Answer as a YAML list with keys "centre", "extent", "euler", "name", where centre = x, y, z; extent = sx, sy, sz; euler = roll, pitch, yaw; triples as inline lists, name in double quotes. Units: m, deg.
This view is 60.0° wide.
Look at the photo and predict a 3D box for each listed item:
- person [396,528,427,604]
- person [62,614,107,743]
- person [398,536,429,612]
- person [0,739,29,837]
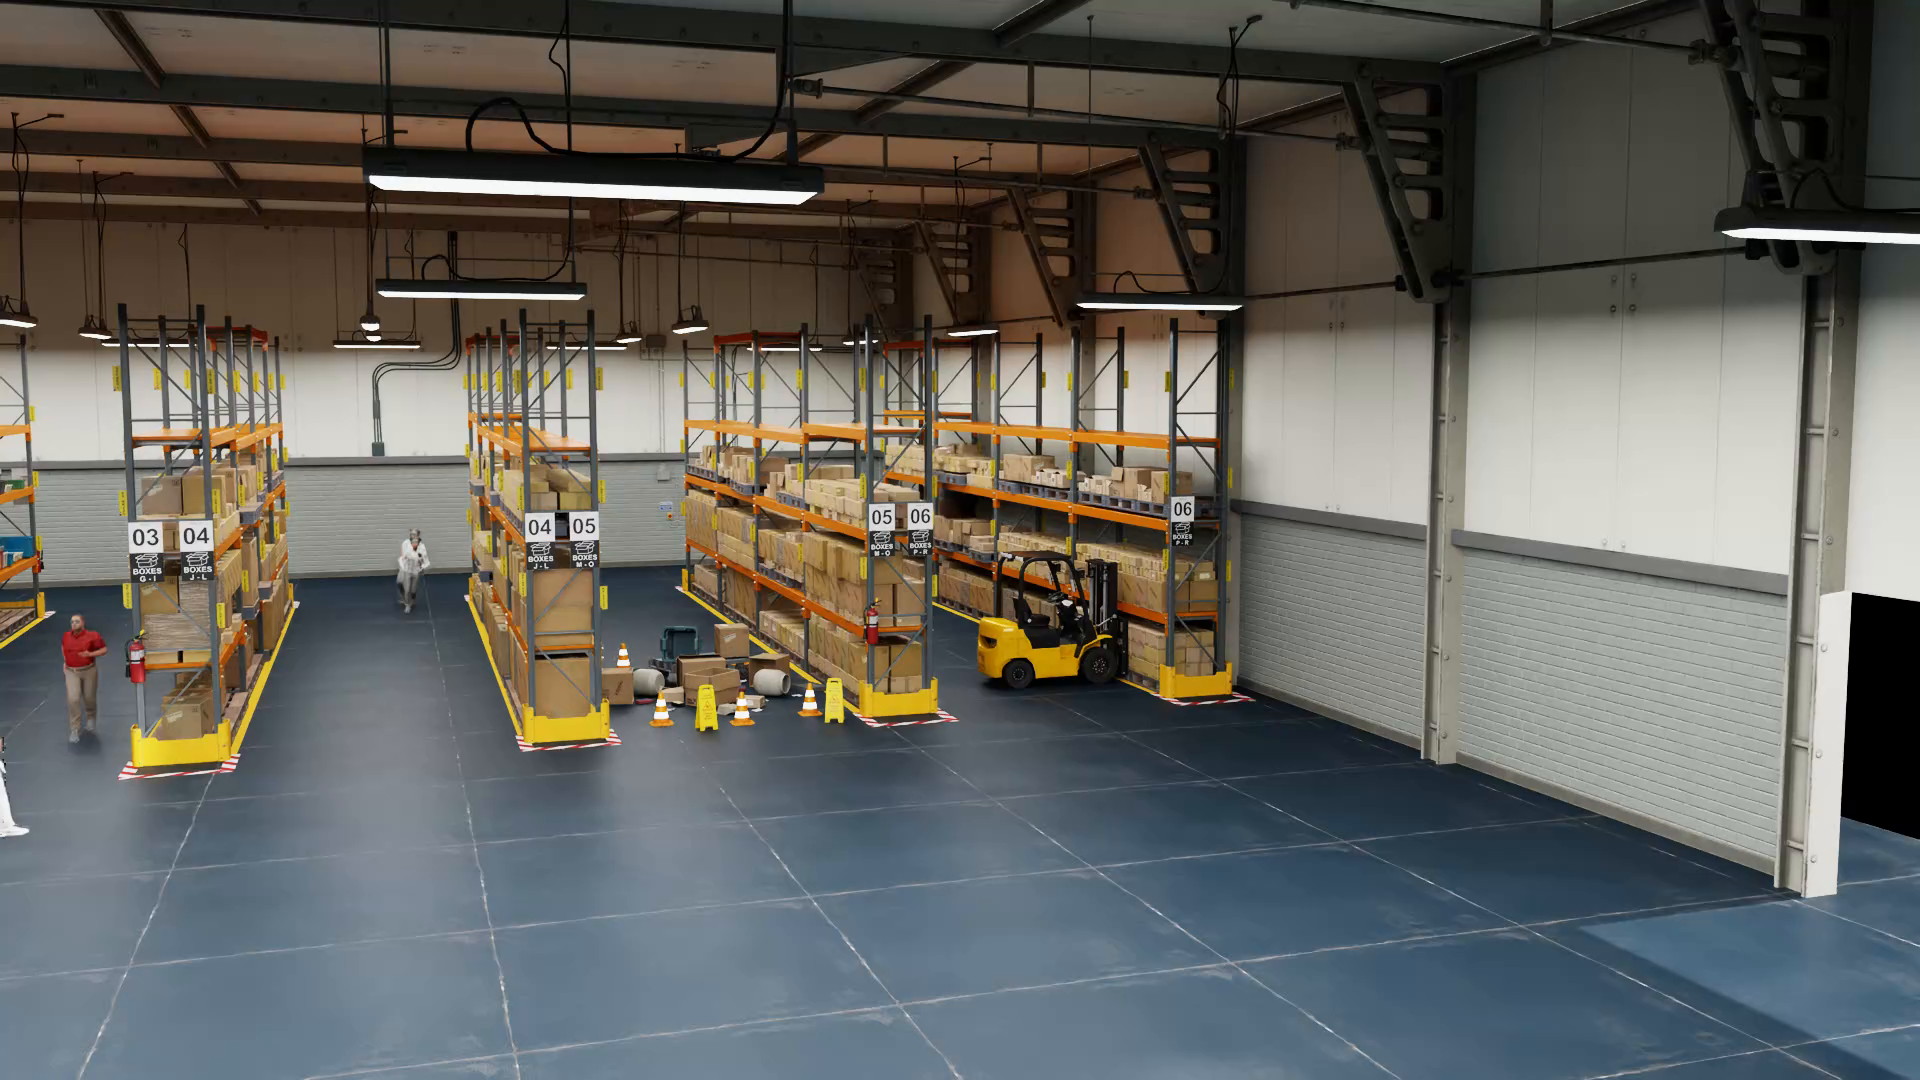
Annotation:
- centre: [-12.331, 0.594, 37.372]
  extent: [0.703, 1.730, 0.609]
  euler: [0, 5, 3]
  name: "person"
- centre: [-12.384, 1.922, 23.514]
  extent: [0.636, 1.778, 0.884]
  euler: [-1, 6, -15]
  name: "person"
- centre: [-11.994, 0.736, 36.539]
  extent: [0.656, 1.656, 0.629]
  euler: [-1, 6, -11]
  name: "person"
- centre: [-10.759, 2.399, 18.216]
  extent: [1.092, 1.744, 0.724]
  euler: [1, 5, 9]
  name: "person"
